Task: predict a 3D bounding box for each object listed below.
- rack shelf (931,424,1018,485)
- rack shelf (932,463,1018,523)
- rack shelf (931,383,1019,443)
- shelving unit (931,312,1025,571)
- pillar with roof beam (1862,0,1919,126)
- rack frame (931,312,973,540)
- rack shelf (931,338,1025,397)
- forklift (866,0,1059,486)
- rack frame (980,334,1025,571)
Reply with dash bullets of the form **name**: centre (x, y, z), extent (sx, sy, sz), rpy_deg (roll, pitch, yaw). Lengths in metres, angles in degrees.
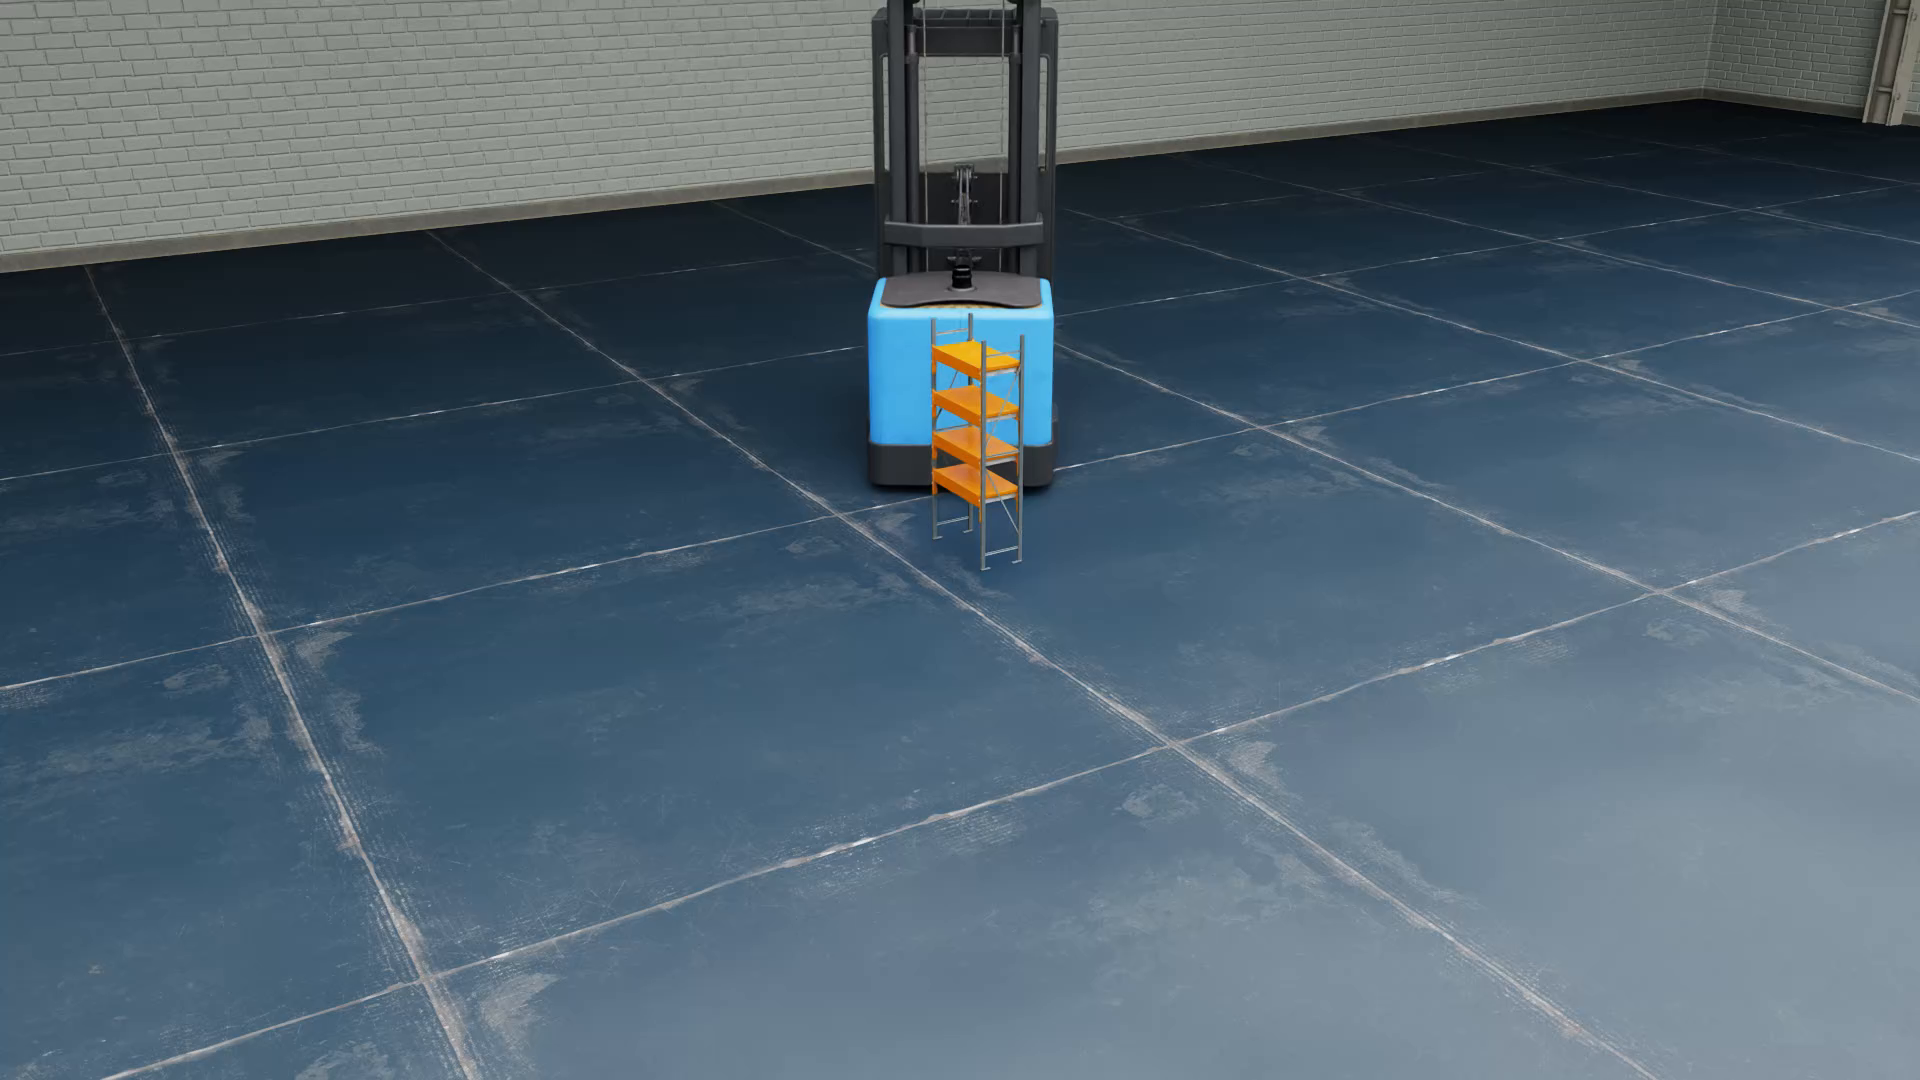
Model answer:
- **rack shelf**: centre (0.085, -0.440, 8.479), extent (0.258, 0.148, 0.480), rpy_deg (-13, 25, -28)
- **rack shelf**: centre (0.085, -0.256, 8.554), extent (0.258, 0.148, 0.480), rpy_deg (-13, 25, -28)
- **rack shelf**: centre (0.085, -0.647, 8.395), extent (0.258, 0.148, 0.480), rpy_deg (-13, 25, -28)
- **shelving unit**: centre (0.085, -0.502, 8.454), extent (0.258, 1.200, 0.503), rpy_deg (-13, 25, -28)
- **pillar with roof beam**: centre (9.053, -9.109, 19.272), extent (9.100, 9.000, 0.400), rpy_deg (-13, 25, -28)
- **rack frame**: centre (-0.040, -0.581, 8.648), extent (0.240, 1.200, 0.015), rpy_deg (-13, 25, -28)
- **rack shelf**: centre (0.085, -0.866, 8.306), extent (0.258, 0.148, 0.480), rpy_deg (-13, 25, -28)
- **forklift**: centre (0.035, -2.166, 10.248), extent (1.130, 2.935, 3.031), rpy_deg (0, 22, 1)
- **rack frame**: centre (0.209, -0.423, 8.259), extent (0.240, 1.200, 0.015), rpy_deg (-13, 25, -28)
